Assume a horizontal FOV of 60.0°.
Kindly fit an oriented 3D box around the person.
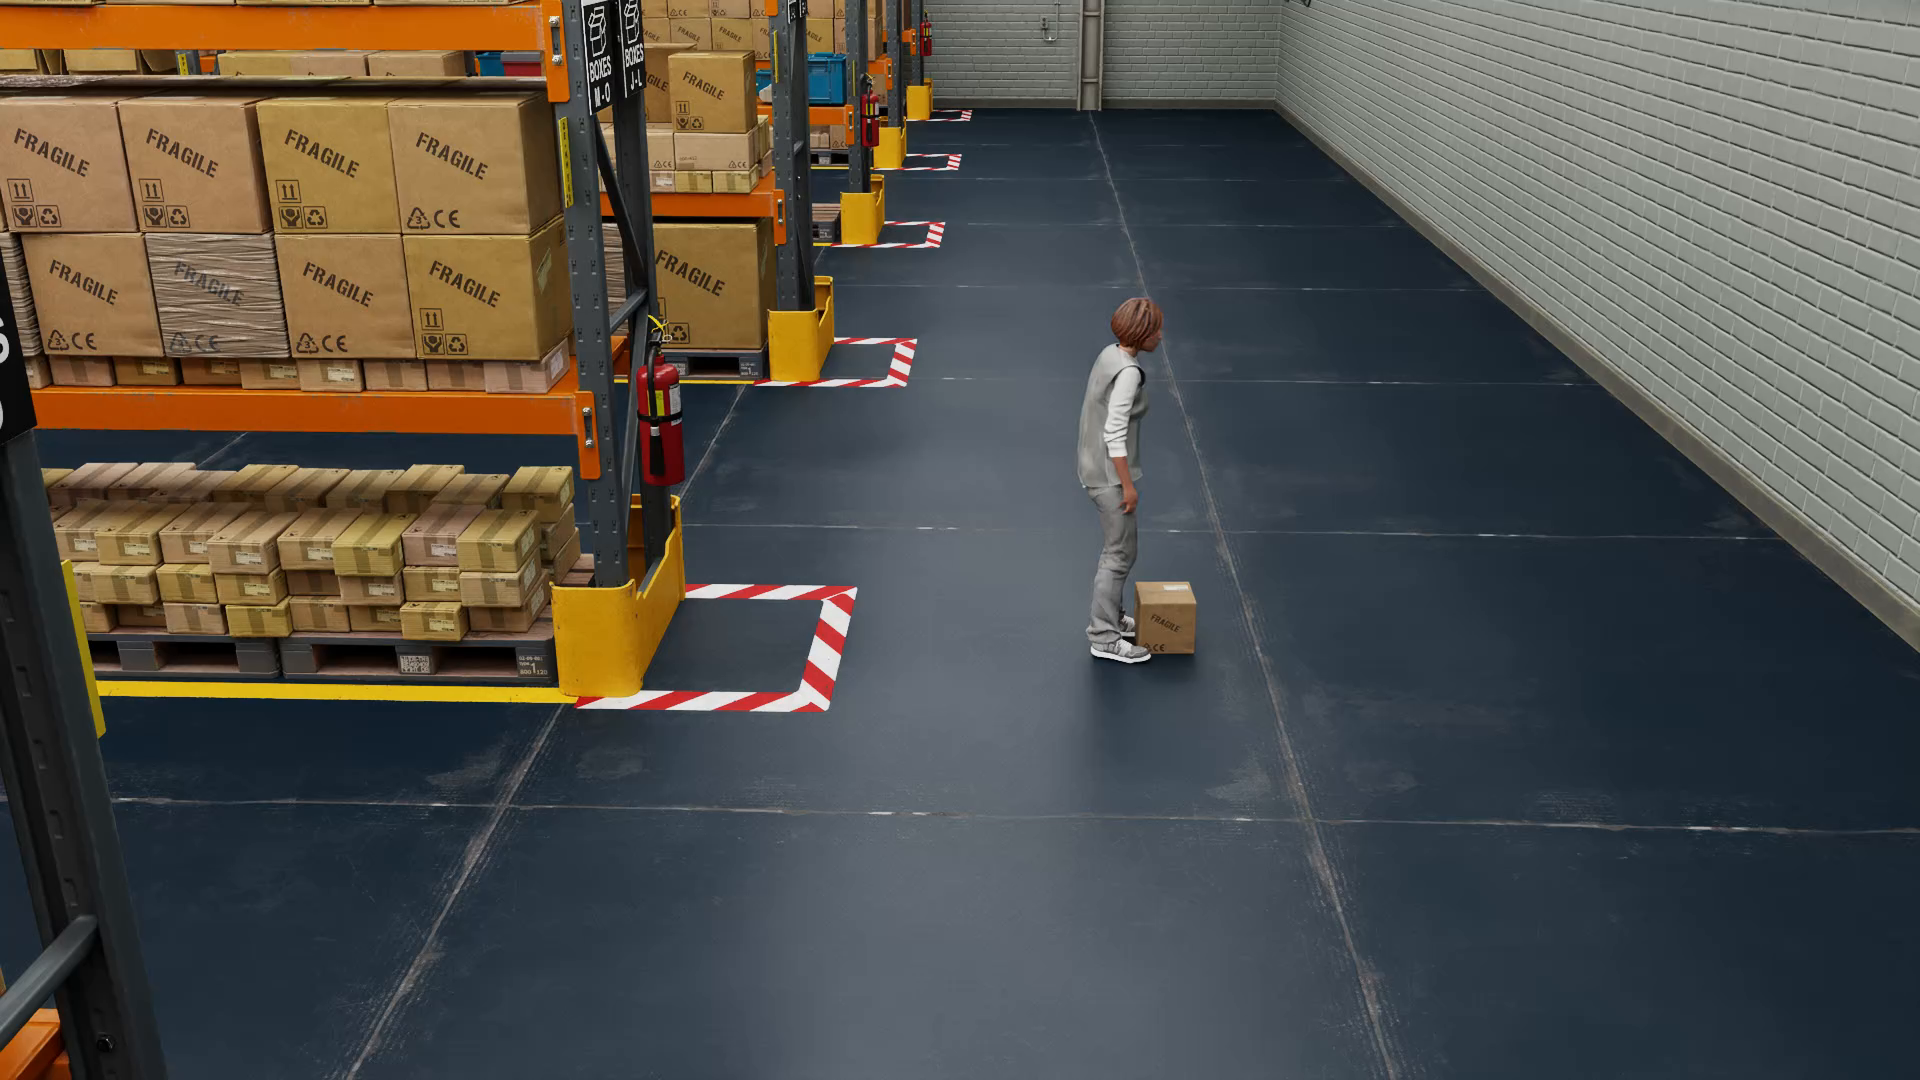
[{"bbox_3d":[0.703,-0.274,7.308,0.366,1.593,0.472,0,21,1],"label":"person"}]
